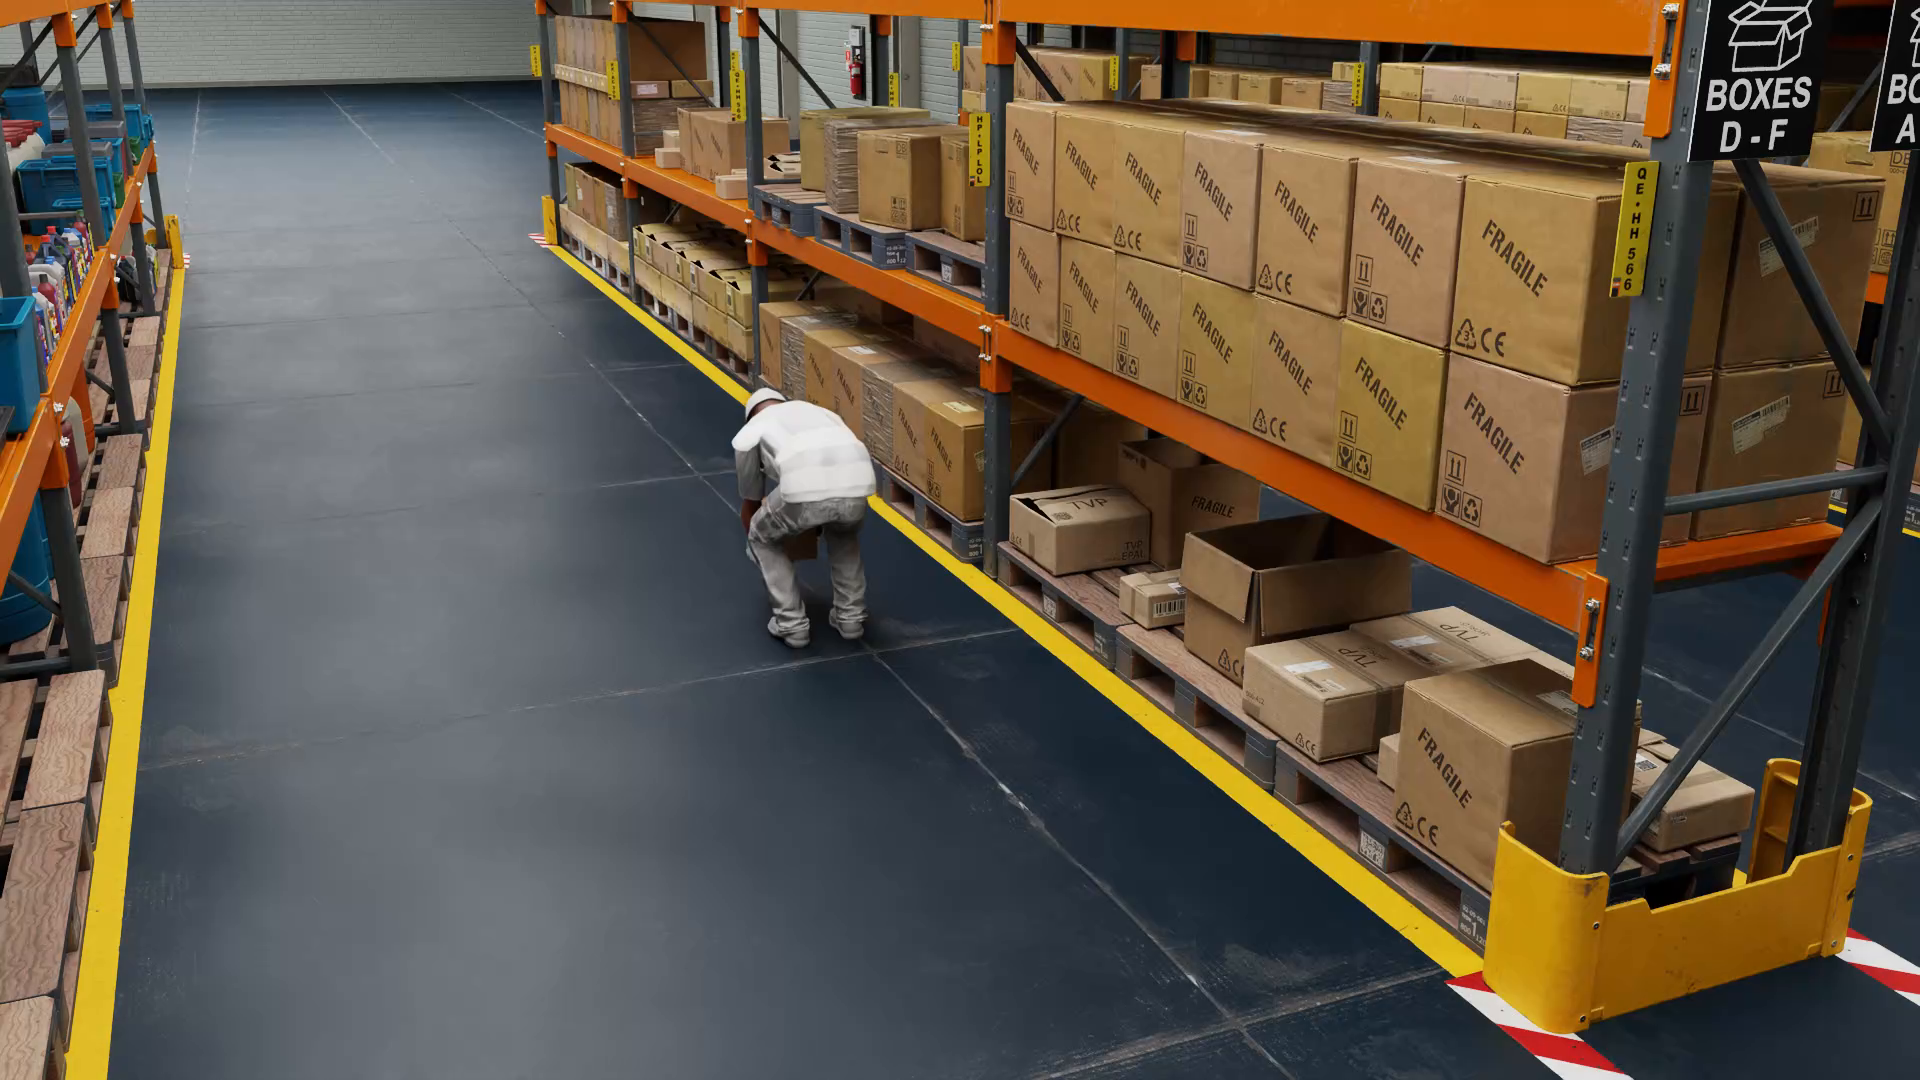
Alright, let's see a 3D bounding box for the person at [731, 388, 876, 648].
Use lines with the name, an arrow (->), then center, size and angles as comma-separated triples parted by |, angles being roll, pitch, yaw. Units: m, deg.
person -> -0.727, -0.109, 7.534 | 0.541, 1.027, 0.979 | -9, 21, -25
